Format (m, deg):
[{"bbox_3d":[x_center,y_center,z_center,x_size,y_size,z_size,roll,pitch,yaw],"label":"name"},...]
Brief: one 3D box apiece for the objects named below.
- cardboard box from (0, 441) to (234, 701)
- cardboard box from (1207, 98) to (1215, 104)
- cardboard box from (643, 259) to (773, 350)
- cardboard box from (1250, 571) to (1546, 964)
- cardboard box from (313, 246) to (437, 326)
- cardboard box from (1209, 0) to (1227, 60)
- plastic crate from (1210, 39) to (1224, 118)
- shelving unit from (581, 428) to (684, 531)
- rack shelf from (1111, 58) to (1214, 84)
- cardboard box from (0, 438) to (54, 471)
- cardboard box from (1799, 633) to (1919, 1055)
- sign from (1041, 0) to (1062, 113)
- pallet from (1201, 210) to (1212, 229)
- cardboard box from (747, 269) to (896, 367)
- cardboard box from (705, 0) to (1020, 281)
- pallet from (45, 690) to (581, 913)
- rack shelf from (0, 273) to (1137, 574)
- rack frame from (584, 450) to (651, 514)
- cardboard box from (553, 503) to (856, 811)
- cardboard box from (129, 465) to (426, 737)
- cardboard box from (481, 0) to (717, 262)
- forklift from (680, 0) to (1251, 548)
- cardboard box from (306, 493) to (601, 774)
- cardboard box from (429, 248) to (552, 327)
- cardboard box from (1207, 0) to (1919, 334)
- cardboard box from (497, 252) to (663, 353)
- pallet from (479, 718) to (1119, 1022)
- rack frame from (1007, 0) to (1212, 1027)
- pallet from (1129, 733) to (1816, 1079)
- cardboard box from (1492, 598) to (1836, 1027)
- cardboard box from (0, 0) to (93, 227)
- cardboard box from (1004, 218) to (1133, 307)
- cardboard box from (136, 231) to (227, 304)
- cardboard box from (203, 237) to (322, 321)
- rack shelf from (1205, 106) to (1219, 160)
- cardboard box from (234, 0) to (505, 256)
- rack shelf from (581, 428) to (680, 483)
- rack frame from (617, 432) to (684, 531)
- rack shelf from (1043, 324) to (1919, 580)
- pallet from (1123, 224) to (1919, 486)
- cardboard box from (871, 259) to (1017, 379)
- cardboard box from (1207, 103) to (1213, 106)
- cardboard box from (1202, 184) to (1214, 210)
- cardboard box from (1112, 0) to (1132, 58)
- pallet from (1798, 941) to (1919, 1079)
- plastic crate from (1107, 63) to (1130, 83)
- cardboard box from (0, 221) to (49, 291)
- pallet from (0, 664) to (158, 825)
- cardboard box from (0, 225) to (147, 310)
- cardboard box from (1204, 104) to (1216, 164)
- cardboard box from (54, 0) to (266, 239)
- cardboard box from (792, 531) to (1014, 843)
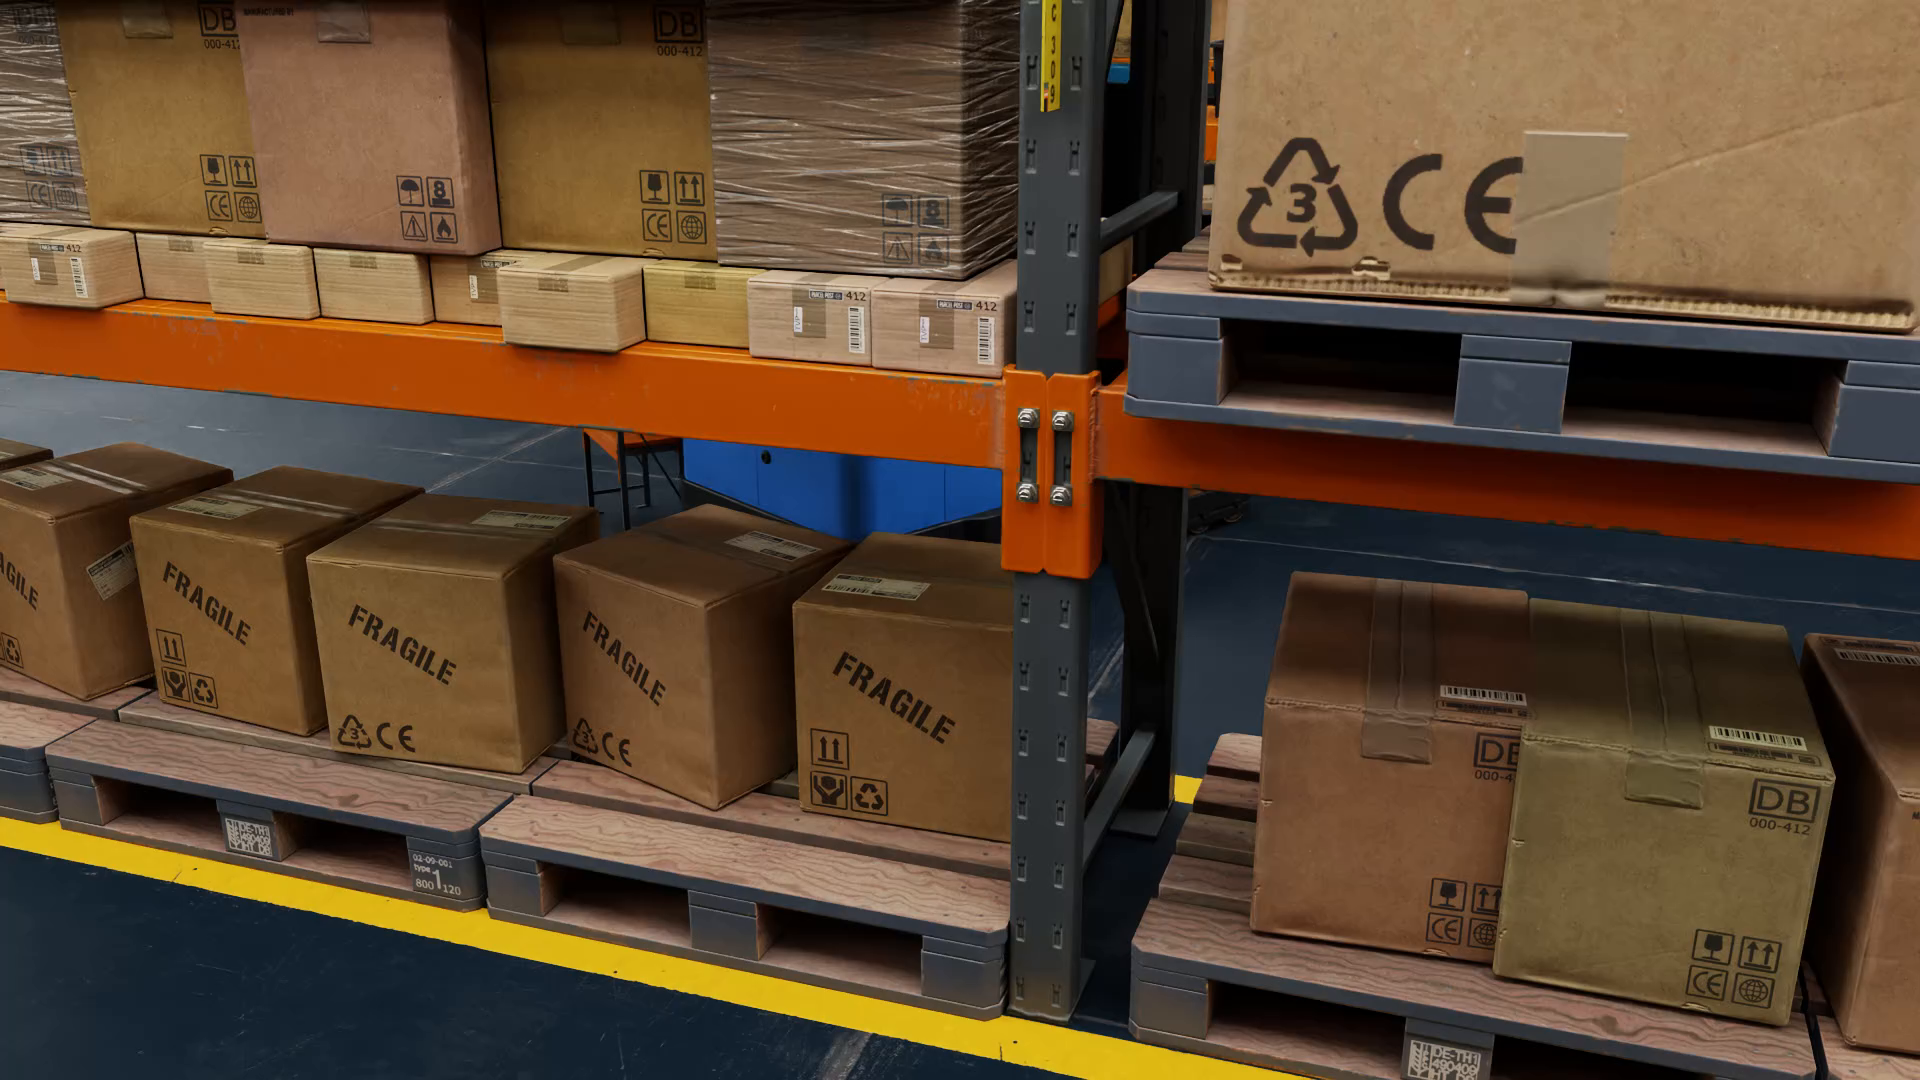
[{"bbox_3d":[-2.300,0.065,4.491,0.500,0.500,0.500,13,23,32],"label":"cardboard box"},{"bbox_3d":[1.820,-3.254,13.254,0.500,0.500,0.500,7,20,18],"label":"cardboard box"},{"bbox_3d":[-0.431,-0.500,3.335,0.250,0.149,0.380,7,20,18],"label":"cardboard box"},{"bbox_3d":[0.891,0.434,3.402,0.500,0.500,0.700,5,20,14],"label":"cardboard box"},{"bbox_3d":[-1.146,-0.575,3.550,0.250,0.149,0.380,7,20,18],"label":"cardboard box"},{"bbox_3d":[2.179,-3.895,12.540,0.500,0.500,0.700,7,20,19],"label":"cardboard box"},{"bbox_3d":[1.491,-2.218,7.977,0.504,0.338,0.767,7,20,18],"label":"plastic crate"},{"bbox_3d":[-1.198,-0.609,6.002,0.258,1.200,0.503,-10,21,-25],"label":"shelving unit"},{"bbox_3d":[1.683,-3.567,12.846,4.000,0.370,1.077,7,20,18],"label":"rack shelf"},{"bbox_3d":[-2.876,0.011,4.646,0.500,0.500,0.500,11,22,28],"label":"cardboard box"},{"bbox_3d":[1.864,0.552,3.065,0.500,0.500,0.700,5,20,13],"label":"cardboard box"},{"bbox_3d":[0.147,-0.851,2.644,0.005,0.325,0.100,7,20,18],"label":"sign"},{"bbox_3d":[1.679,-2.604,13.227,1.213,0.211,1.003,7,20,18],"label":"pallet"},{"bbox_3d":[-0.214,-0.454,3.204,0.250,0.149,0.380,7,20,18],"label":"cardboard box"},{"bbox_3d":[-0.087,-0.867,3.402,0.500,0.500,0.875,7,20,18],"label":"cardboard box"},{"bbox_3d":[-1.484,0.513,4.285,1.213,0.211,1.003,7,20,18],"label":"pallet"},{"bbox_3d":[-1.571,-0.488,4.011,4.000,0.370,1.077,7,20,18],"label":"rack shelf"},{"bbox_3d":[-1.309,-0.681,6.207,0.240,1.200,0.015,-10,21,-25],"label":"rack frame"},{"bbox_3d":[-0.590,0.256,3.945,0.500,0.500,0.500,14,24,35],"label":"cardboard box"},{"bbox_3d":[-1.715,0.139,4.281,0.500,0.500,0.500,9,21,23],"label":"cardboard box"},{"bbox_3d":[-0.547,-0.932,3.588,0.500,0.500,0.875,7,20,18],"label":"cardboard box"},{"bbox_3d":[0.465,-1.521,5.986,3.031,2.935,1.130,-16,25,-39],"label":"forklift"},{"bbox_3d":[-1.202,0.213,4.068,0.500,0.500,0.500,5,20,13],"label":"cardboard box"},{"bbox_3d":[-0.896,-0.560,3.509,0.250,0.149,0.380,7,20,18],"label":"cardboard box"},{"bbox_3d":[1.023,-0.964,2.734,1.000,1.000,1.000,7,20,18],"label":"cardboard box"},{"bbox_3d":[-0.703,-0.492,3.314,0.250,0.149,0.380,7,20,18],"label":"cardboard box"},{"bbox_3d":[-0.328,0.644,3.908,1.213,0.211,1.003,7,20,18],"label":"pallet"},{"bbox_3d":[0.318,-0.611,3.273,0.127,3.000,1.000,7,20,18],"label":"rack frame"},{"bbox_3d":[1.054,0.789,3.492,1.213,0.211,1.003,7,20,18],"label":"pallet"},{"bbox_3d":[1.336,0.492,3.238,0.500,0.500,0.700,6,20,18],"label":"cardboard box"},{"bbox_3d":[-1.980,-1.079,4.010,0.500,0.500,0.875,7,20,18],"label":"cardboard box"},{"bbox_3d":[0.214,-0.609,3.649,0.250,0.149,0.380,7,20,18],"label":"cardboard box"},{"bbox_3d":[-1.604,-0.642,3.742,0.250,0.149,0.380,7,20,18],"label":"cardboard box"},{"bbox_3d":[-1.393,-0.591,3.596,0.250,0.149,0.380,7,20,18],"label":"cardboard box"},{"bbox_3d":[0.054,-2.028,8.429,4.000,0.370,1.077,7,20,18],"label":"rack shelf"},{"bbox_3d":[-1.053,-0.954,3.653,0.500,0.500,0.875,7,20,18],"label":"cardboard box"},{"bbox_3d":[-1.198,-0.358,6.089,0.258,0.148,0.480,-10,21,-25],"label":"rack shelf"},{"bbox_3d":[-1.087,-0.538,5.796,0.240,1.200,0.015,-10,21,-25],"label":"rack frame"},{"bbox_3d":[2.208,-0.056,2.771,4.000,0.370,1.077,7,20,18],"label":"rack shelf"},{"bbox_3d":[0.993,-0.393,2.938,1.213,0.211,1.003,7,20,18],"label":"pallet"},{"bbox_3d":[0.019,-0.424,3.118,0.250,0.149,0.380,7,20,18],"label":"cardboard box"},{"bbox_3d":[1.644,-3.087,12.776,0.500,0.500,0.500,7,20,18],"label":"cardboard box"},{"bbox_3d":[2.117,-2.680,12.746,0.500,0.250,0.500,7,20,18],"label":"cardboard box"},{"bbox_3d":[1.196,-4.005,12.857,0.500,0.500,0.700,7,20,18],"label":"cardboard box"},{"bbox_3d":[2.210,0.920,3.115,1.213,0.211,1.003,7,20,18],"label":"pallet"},{"bbox_3d":[0.809,-2.116,7.816,0.616,0.251,0.499,7,20,18],"label":"plastic crate"},{"bbox_3d":[-2.086,-0.687,3.871,0.250,0.149,0.380,7,20,18],"label":"cardboard box"},{"bbox_3d":[-2.633,0.380,4.664,1.213,0.211,1.003,7,20,18],"label":"pallet"},{"bbox_3d":[-1.884,-0.628,3.701,0.250,0.149,0.380,7,20,18],"label":"cardboard box"},{"bbox_3d":[2.121,-3.038,12.633,0.500,0.500,0.500,7,20,18],"label":"cardboard box"},{"bbox_3d":[-1.511,-1.021,3.845,0.500,0.500,0.875,7,20,18],"label":"cardboard box"},{"bbox_3d":[-0.046,0.315,3.775,0.500,0.500,0.500,6,20,16],"label":"cardboard box"}]
